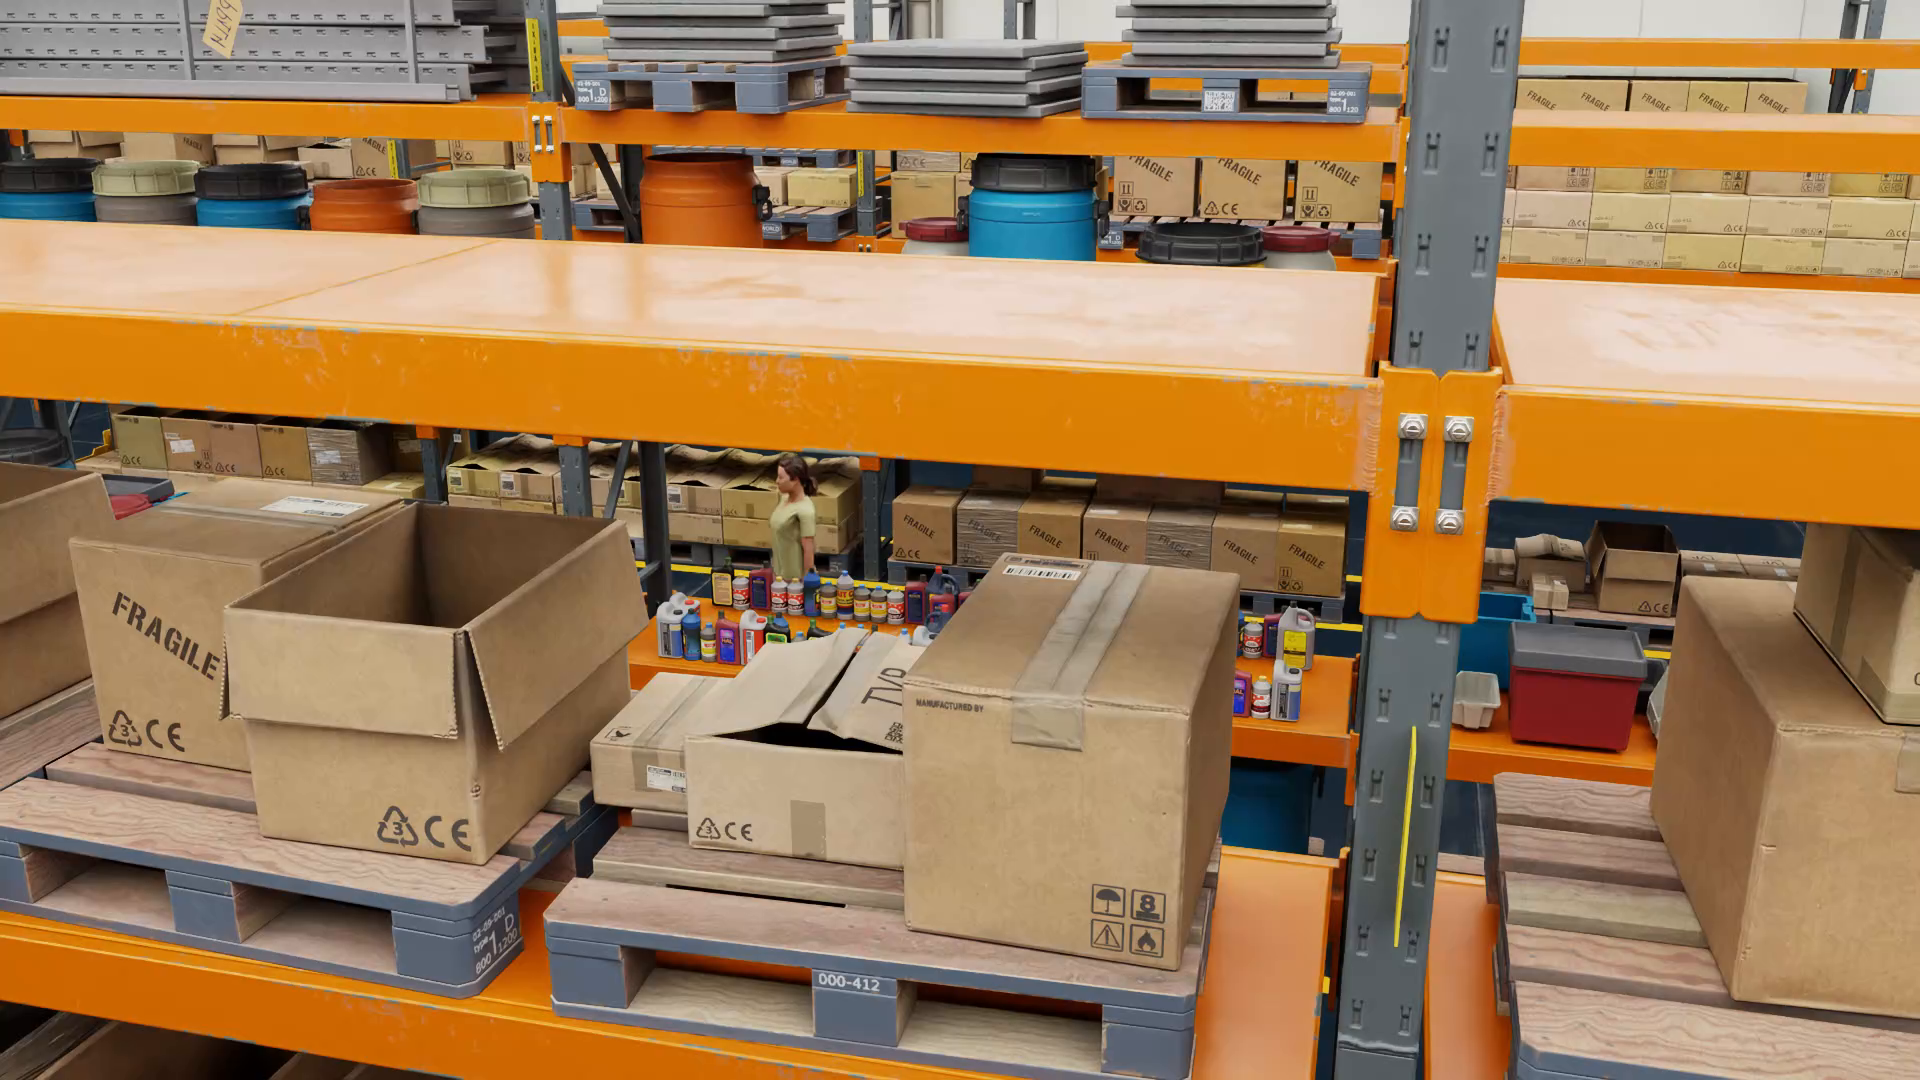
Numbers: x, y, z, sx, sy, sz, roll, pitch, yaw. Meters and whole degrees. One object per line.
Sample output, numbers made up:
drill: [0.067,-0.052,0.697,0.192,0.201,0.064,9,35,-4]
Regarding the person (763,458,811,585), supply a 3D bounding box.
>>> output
person: [-1.175,0.286,11.247,0.383,1.729,0.462,-5,19,-15]
